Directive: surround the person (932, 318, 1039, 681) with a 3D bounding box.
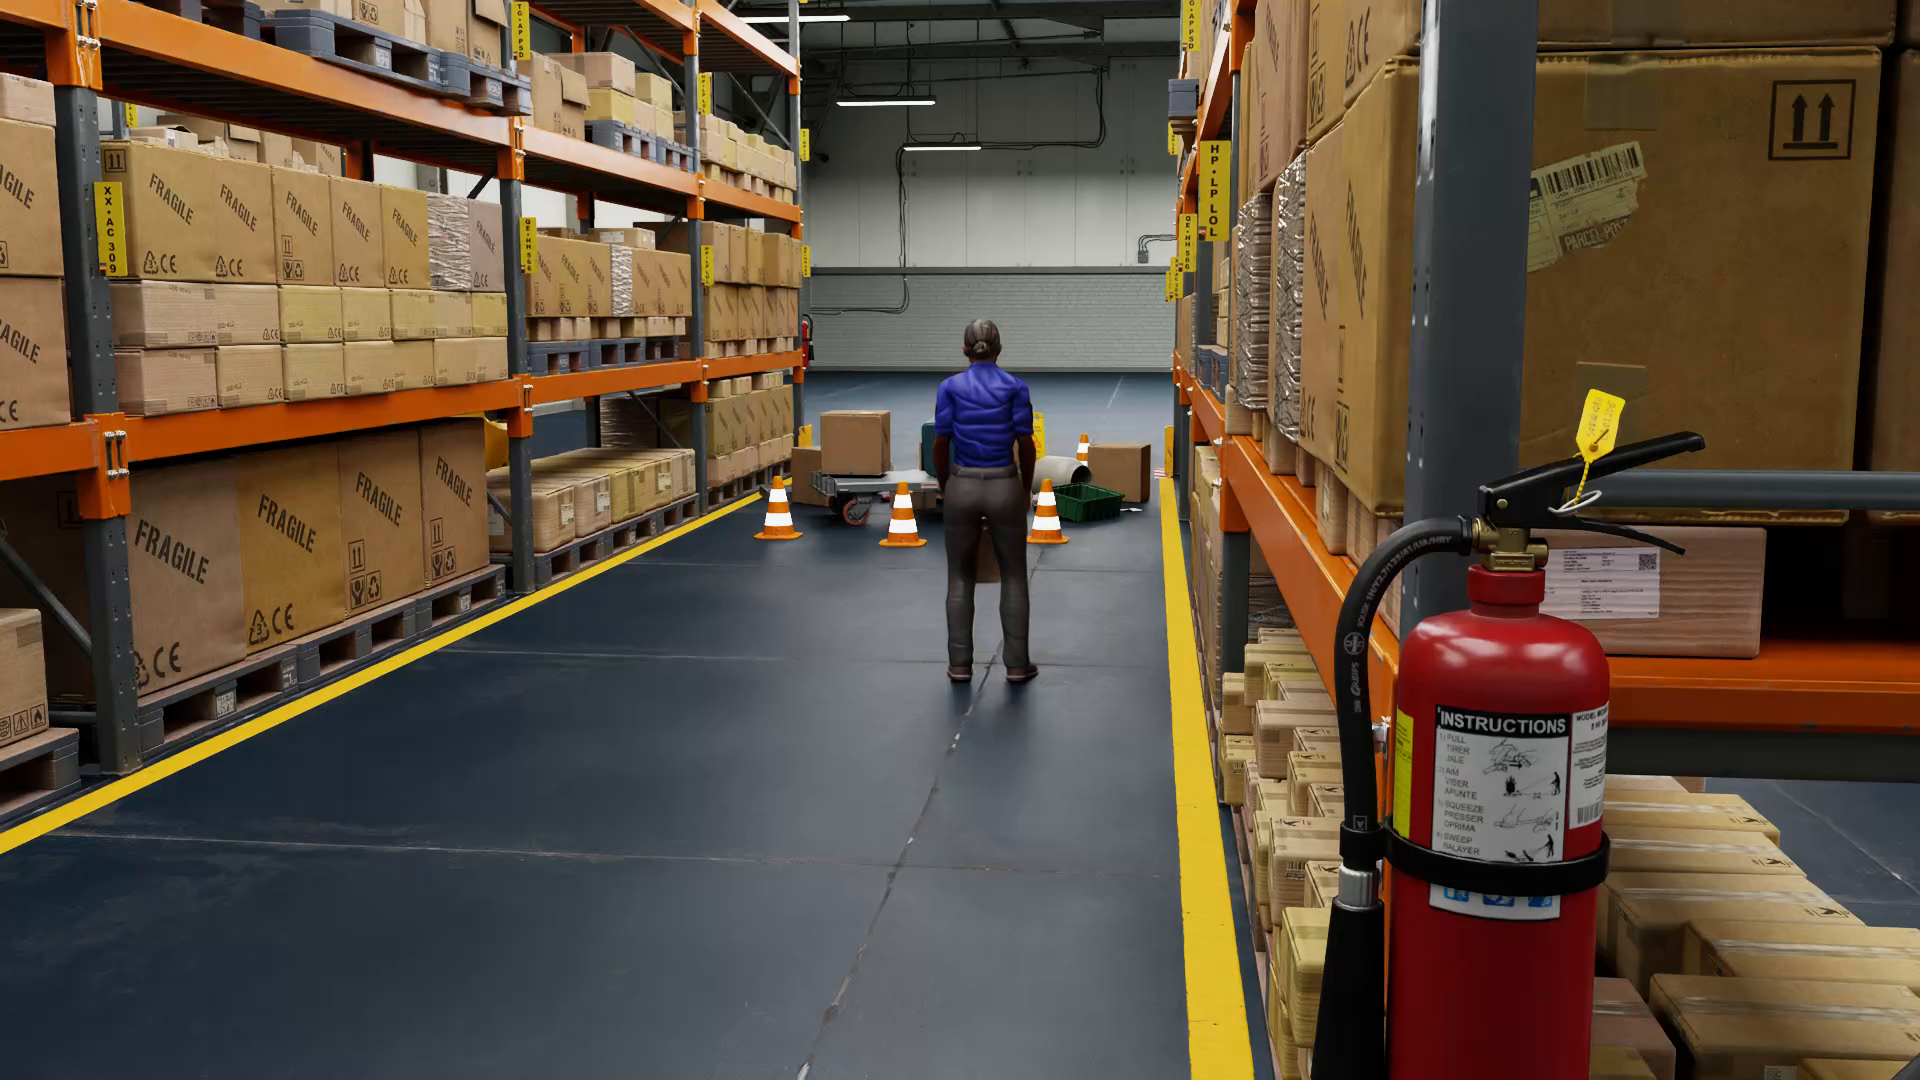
[{"bbox_3d":[0.119,-0.180,7.630,0.492,1.660,0.345,1,8,5],"label":"person"}]
